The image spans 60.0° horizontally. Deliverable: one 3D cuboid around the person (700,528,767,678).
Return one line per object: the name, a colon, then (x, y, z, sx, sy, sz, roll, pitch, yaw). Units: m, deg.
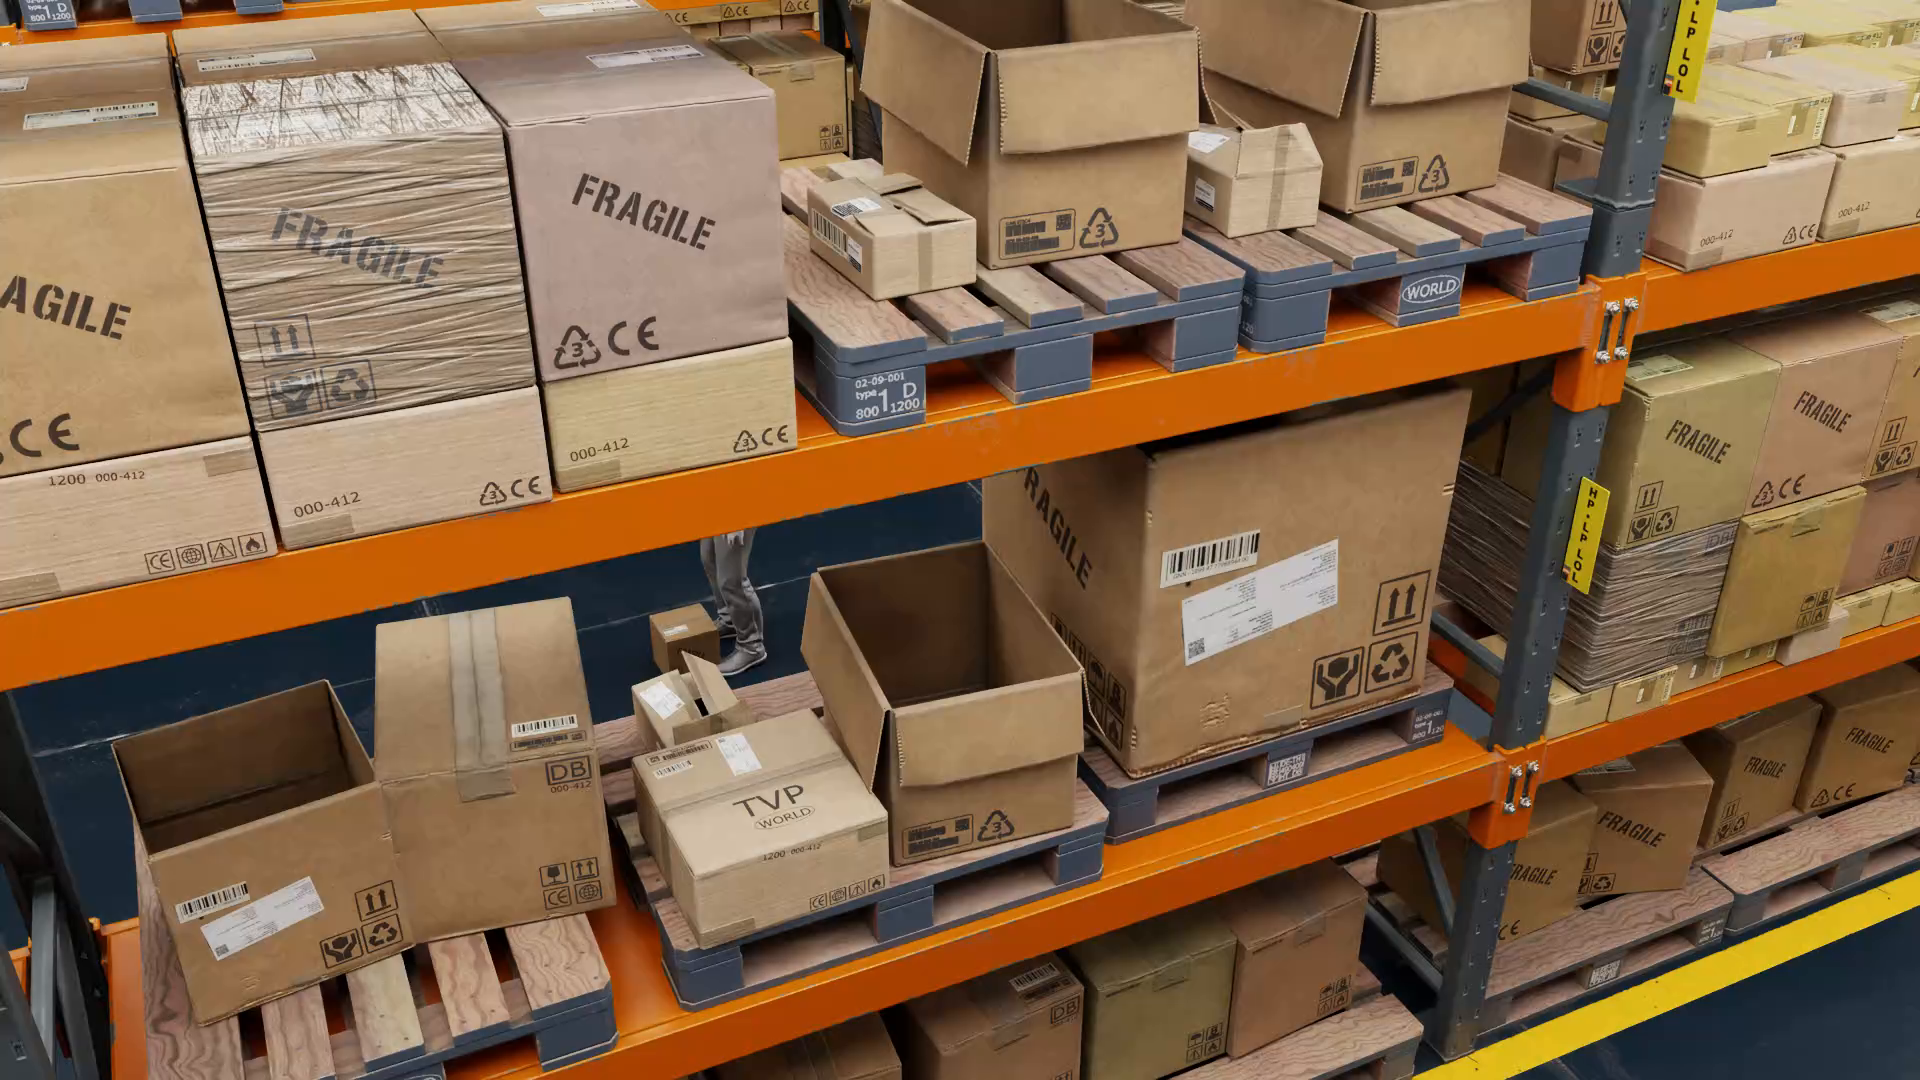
person: (-1.059, -0.180, 7.441, 0.377, 1.663, 0.539, -14, 32, -23)
